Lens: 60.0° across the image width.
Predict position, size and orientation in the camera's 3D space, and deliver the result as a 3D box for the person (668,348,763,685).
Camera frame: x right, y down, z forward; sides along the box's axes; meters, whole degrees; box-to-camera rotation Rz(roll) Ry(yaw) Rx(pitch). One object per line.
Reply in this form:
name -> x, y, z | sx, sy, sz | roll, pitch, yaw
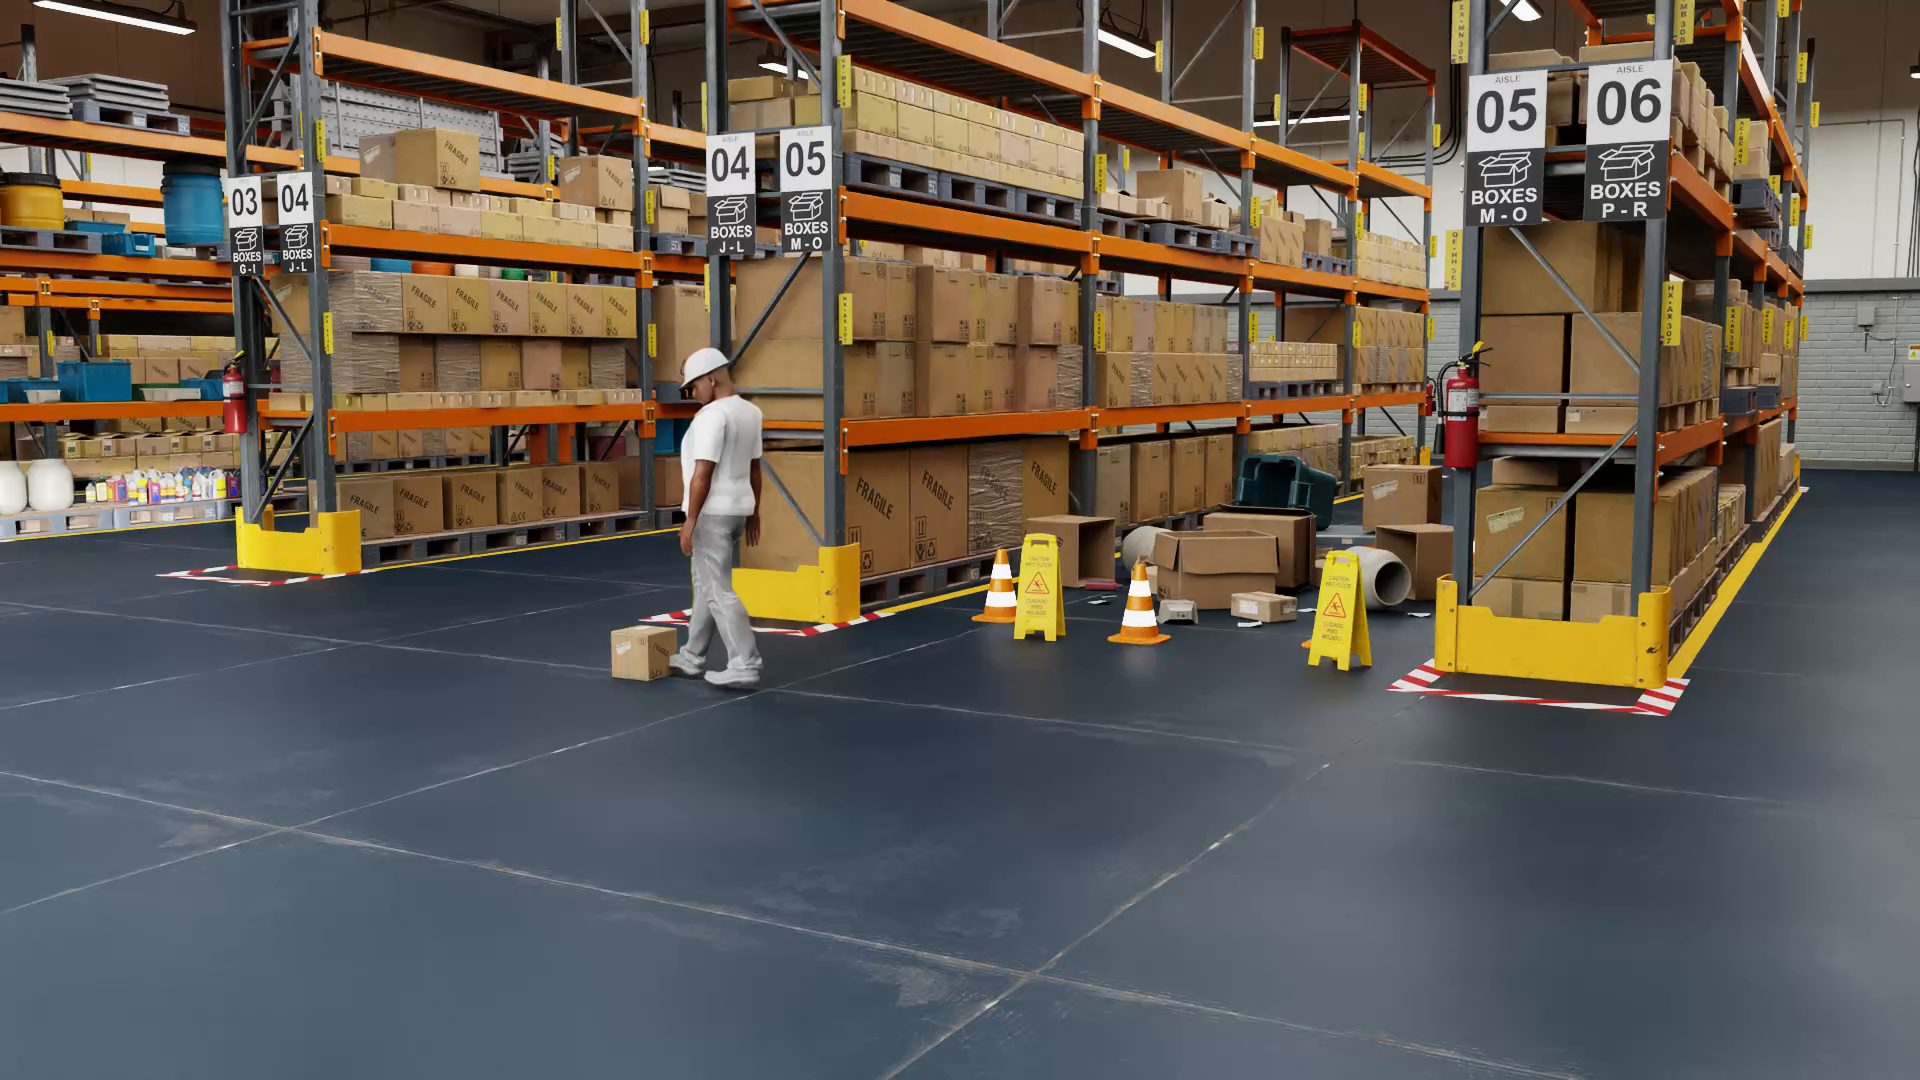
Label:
person -> -1.345, -0.127, 8.689 | 0.766, 1.742, 0.628 | 2, 6, 21
